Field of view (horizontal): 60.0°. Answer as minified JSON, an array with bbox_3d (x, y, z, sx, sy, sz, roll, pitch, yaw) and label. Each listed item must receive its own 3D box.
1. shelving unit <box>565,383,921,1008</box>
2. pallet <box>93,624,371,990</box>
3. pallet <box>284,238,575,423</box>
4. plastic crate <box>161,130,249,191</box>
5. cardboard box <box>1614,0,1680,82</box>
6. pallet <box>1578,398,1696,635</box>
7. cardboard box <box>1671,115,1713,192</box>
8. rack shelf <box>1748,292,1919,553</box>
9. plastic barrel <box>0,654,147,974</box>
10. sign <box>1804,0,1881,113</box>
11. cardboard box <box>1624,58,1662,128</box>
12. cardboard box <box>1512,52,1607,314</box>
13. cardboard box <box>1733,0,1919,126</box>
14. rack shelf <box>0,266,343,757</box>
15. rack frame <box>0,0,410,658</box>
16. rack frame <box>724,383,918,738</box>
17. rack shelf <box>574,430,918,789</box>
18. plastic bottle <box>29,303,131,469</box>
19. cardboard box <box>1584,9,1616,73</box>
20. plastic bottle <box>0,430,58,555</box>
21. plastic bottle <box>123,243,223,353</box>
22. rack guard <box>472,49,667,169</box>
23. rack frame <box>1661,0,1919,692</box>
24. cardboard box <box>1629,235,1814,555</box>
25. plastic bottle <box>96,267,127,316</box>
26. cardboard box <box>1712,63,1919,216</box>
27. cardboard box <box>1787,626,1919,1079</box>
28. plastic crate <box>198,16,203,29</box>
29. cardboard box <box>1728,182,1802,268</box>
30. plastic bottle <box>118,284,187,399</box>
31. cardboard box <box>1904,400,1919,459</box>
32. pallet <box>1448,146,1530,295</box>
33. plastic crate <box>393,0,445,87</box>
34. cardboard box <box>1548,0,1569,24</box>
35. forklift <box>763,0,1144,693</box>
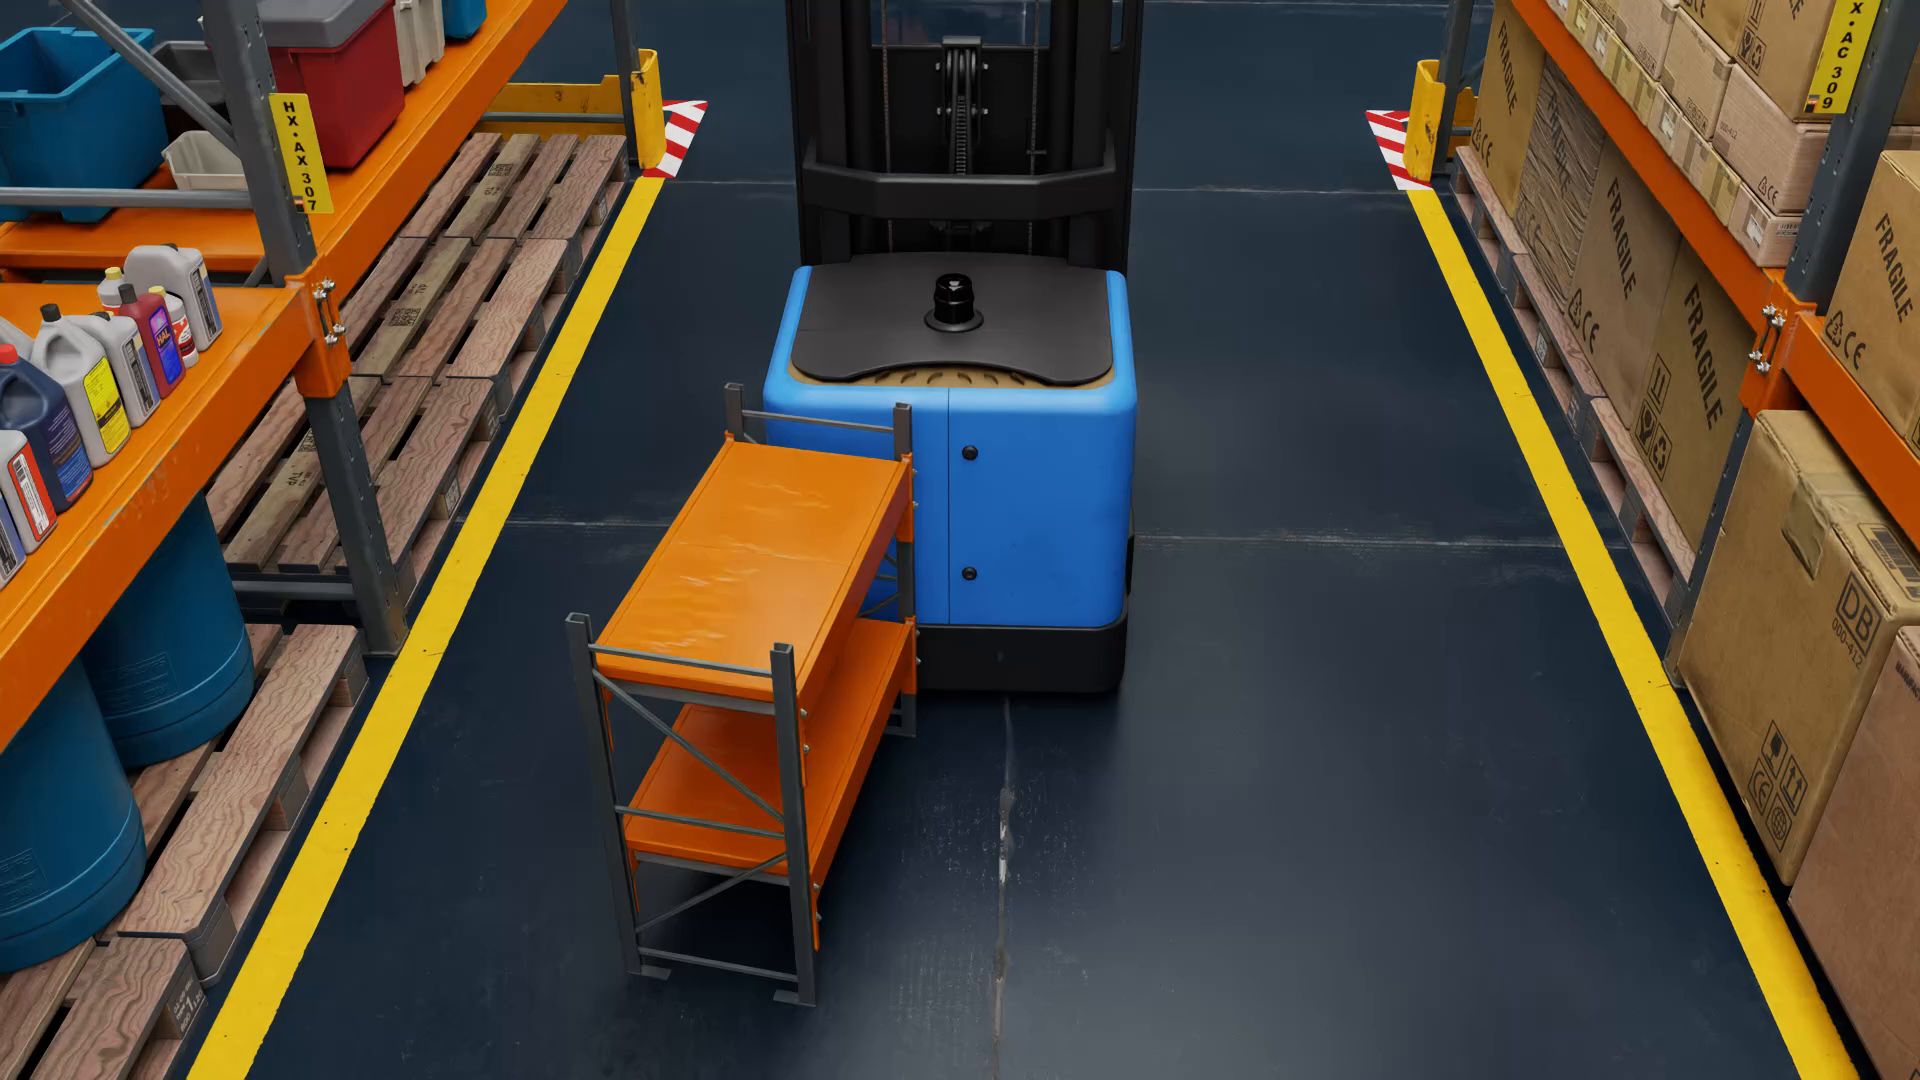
[{"bbox_3d":[-0.484,0.370,4.245,0.538,1.125,1.048,7,36,10],"label":"shelving unit"},{"bbox_3d":[-2.335,0.680,4.599,1.003,0.211,1.213,1,35,2],"label":"pallet"},{"bbox_3d":[-2.225,-0.889,6.831,1.003,0.211,1.213,1,35,2],"label":"pallet"},{"bbox_3d":[-2.101,-1.084,4.861,0.396,0.136,0.243,1,35,2],"label":"plastic crate"},{"bbox_3d":[2.481,-1.700,5.431,0.500,0.250,0.500,2,35,3],"label":"cardboard box"},{"bbox_3d":[2.795,-0.083,5.685,1.003,0.211,1.213,1,35,2],"label":"pallet"},{"bbox_3d":[2.392,-1.164,5.016,0.380,0.149,0.250,1,35,1],"label":"cardboard box"},{"bbox_3d":[2.606,0.654,2.836,1.077,0.370,4.000,1,35,2],"label":"rack shelf"},{"bbox_3d":[-2.330,0.502,3.886,0.600,0.901,0.708,1,35,2],"label":"plastic barrel"},{"bbox_3d":[2.132,-1.187,4.009,0.100,0.325,0.005,1,35,2],"label":"sign"},{"bbox_3d":[2.412,-1.460,5.437,0.380,0.149,0.250,2,35,3],"label":"cardboard box"},{"bbox_3d":[2.865,-1.497,6.754,0.875,0.875,0.875,1,35,2],"label":"cardboard box"},{"bbox_3d":[2.438,-1.426,4.390,0.500,0.500,0.500,2,35,3],"label":"cardboard box"},{"bbox_3d":[-2.343,0.540,2.998,1.077,0.370,4.000,1,35,2],"label":"rack shelf"},{"bbox_3d":[-2.262,-0.903,4.427,1.000,3.000,0.127,1,35,2],"label":"rack frame"},{"bbox_3d":[-0.372,0.085,4.650,0.500,1.125,0.032,7,36,10],"label":"rack frame"},{"bbox_3d":[-0.484,0.131,4.076,0.538,0.278,1.000,7,36,10],"label":"rack shelf"},{"bbox_3d":[-1.972,-0.347,3.679,0.144,0.351,0.185,1,35,2],"label":"plastic bottle"},{"bbox_3d":[2.434,-1.753,5.855,0.380,0.149,0.250,2,35,3],"label":"cardboard box"},{"bbox_3d":[-1.990,-0.119,3.419,0.152,0.276,0.135,1,35,2],"label":"plastic bottle"},{"bbox_3d":[-1.955,-0.619,4.129,0.152,0.276,0.135,1,35,2],"label":"plastic bottle"},{"bbox_3d":[-2.114,-2.193,8.435,1.175,0.500,0.348,1,35,2],"label":"rack guard"},{"bbox_3d":[2.687,-0.789,4.264,1.000,3.000,0.127,1,35,2],"label":"rack frame"},{"bbox_3d":[2.793,-0.469,5.291,0.875,0.875,0.875,1,35,2],"label":"cardboard box"},{"bbox_3d":[-2.081,-0.580,4.140,0.097,0.201,0.097,0,35,0],"label":"plastic bottle"},{"bbox_3d":[2.442,-1.109,4.591,0.500,0.250,0.500,1,35,1],"label":"cardboard box"},{"bbox_3d":[2.646,0.790,3.500,1.225,0.875,0.875,0,35,0],"label":"cardboard box"},{"bbox_3d":[-2.493,-1.827,5.919,0.293,0.136,0.466,1,35,2],"label":"plastic crate"},{"bbox_3d":[2.372,-0.869,4.596,0.380,0.149,0.250,2,35,2],"label":"cardboard box"},{"bbox_3d":[-1.919,-0.488,3.937,0.061,0.283,0.133,1,35,2],"label":"plastic bottle"},{"bbox_3d":[2.399,-0.282,3.456,0.500,0.500,0.500,1,35,2],"label":"cardboard box"},{"bbox_3d":[2.893,-1.485,7.679,1.003,0.211,1.213,1,35,2],"label":"pallet"},{"bbox_3d":[-2.017,-1.752,5.686,0.437,0.282,0.530,1,35,2],"label":"plastic crate"},{"bbox_3d":[2.454,-2.049,6.275,0.380,0.149,0.250,1,35,1],"label":"cardboard box"},{"bbox_3d":[0.023,-1.561,5.422,1.130,2.935,3.031,1,35,2],"label":"forklift"}]
